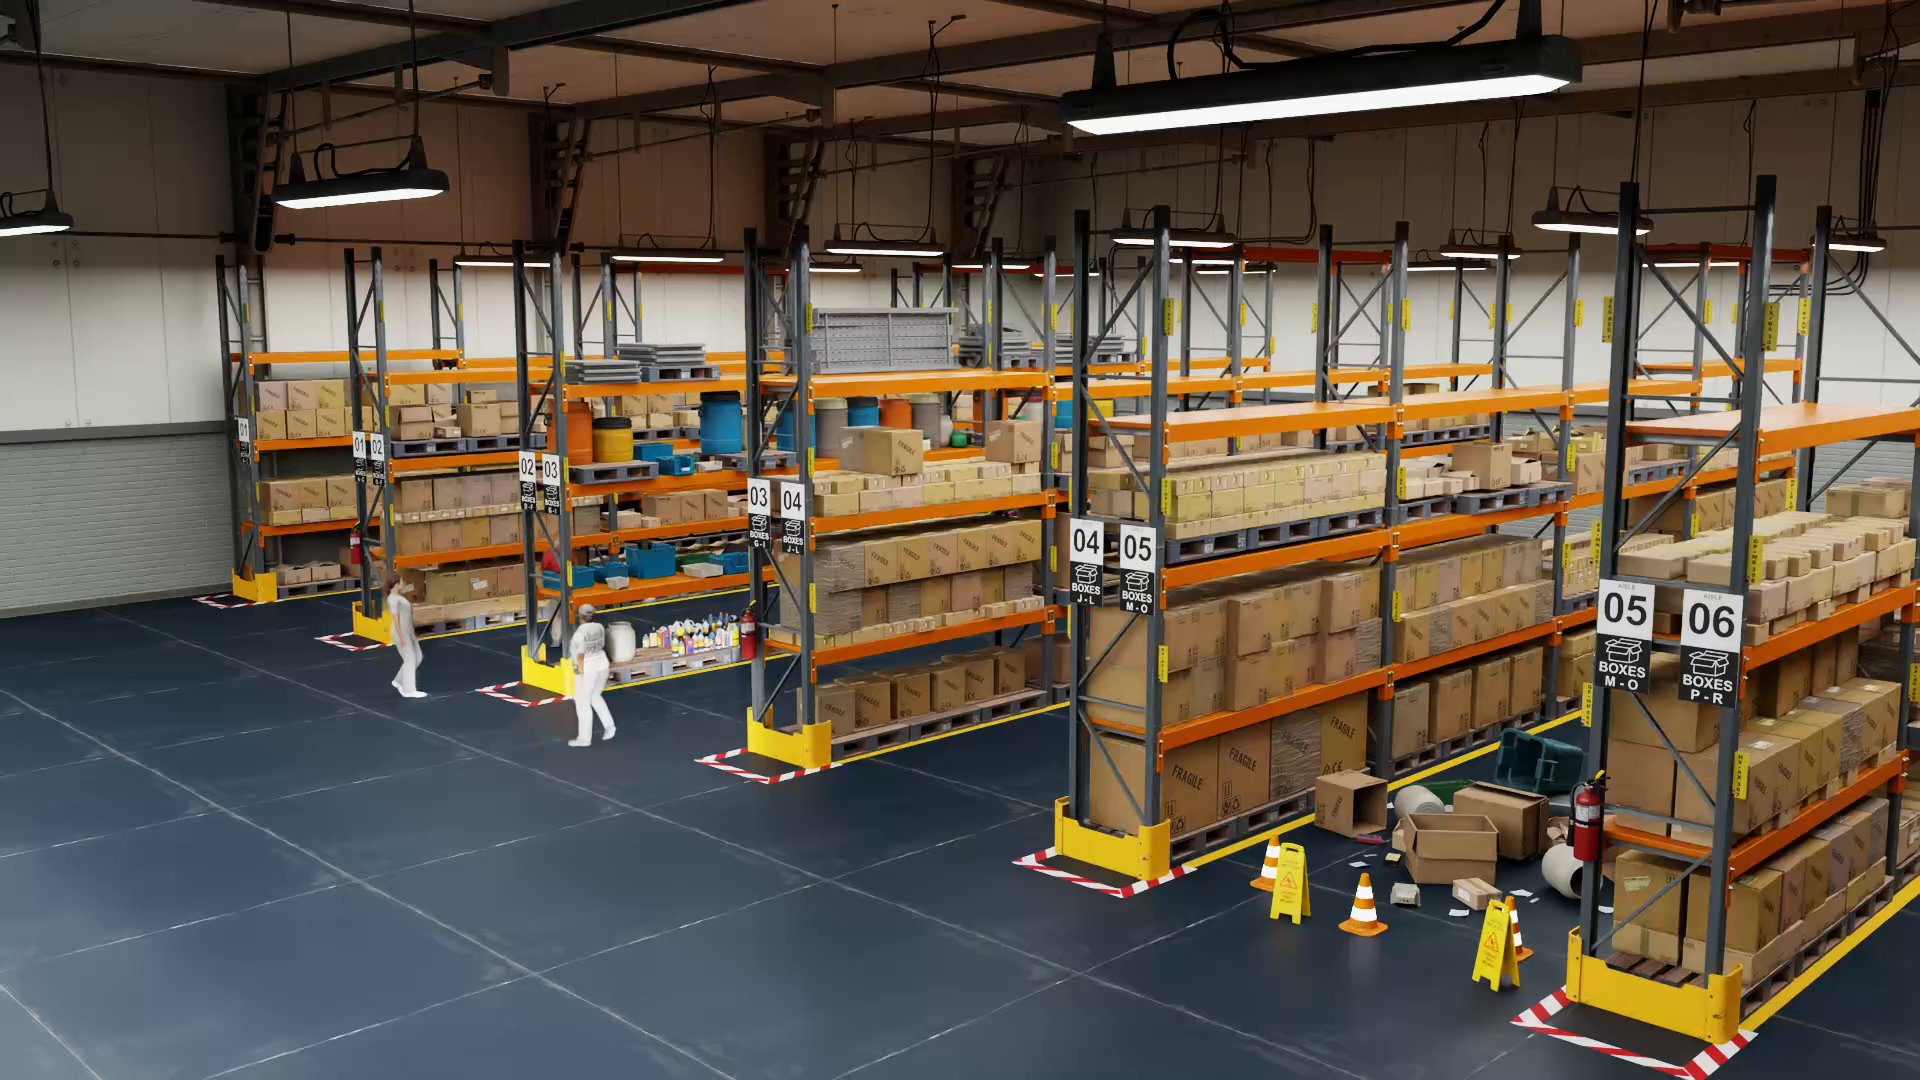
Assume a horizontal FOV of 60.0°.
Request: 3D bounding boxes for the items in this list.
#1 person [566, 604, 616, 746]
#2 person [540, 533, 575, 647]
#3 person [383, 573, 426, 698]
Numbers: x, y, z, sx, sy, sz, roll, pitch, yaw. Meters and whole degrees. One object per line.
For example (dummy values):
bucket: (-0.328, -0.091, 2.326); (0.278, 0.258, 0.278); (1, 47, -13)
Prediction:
person: (-4.345, 1.582, 19.580); (0.424, 1.692, 0.533); (4, 9, 26)
person: (-6.044, 0.753, 25.181); (0.642, 1.735, 0.368); (-7, 11, -41)
person: (-7.337, 1.259, 21.989); (0.524, 1.666, 0.464); (0, 8, 1)
